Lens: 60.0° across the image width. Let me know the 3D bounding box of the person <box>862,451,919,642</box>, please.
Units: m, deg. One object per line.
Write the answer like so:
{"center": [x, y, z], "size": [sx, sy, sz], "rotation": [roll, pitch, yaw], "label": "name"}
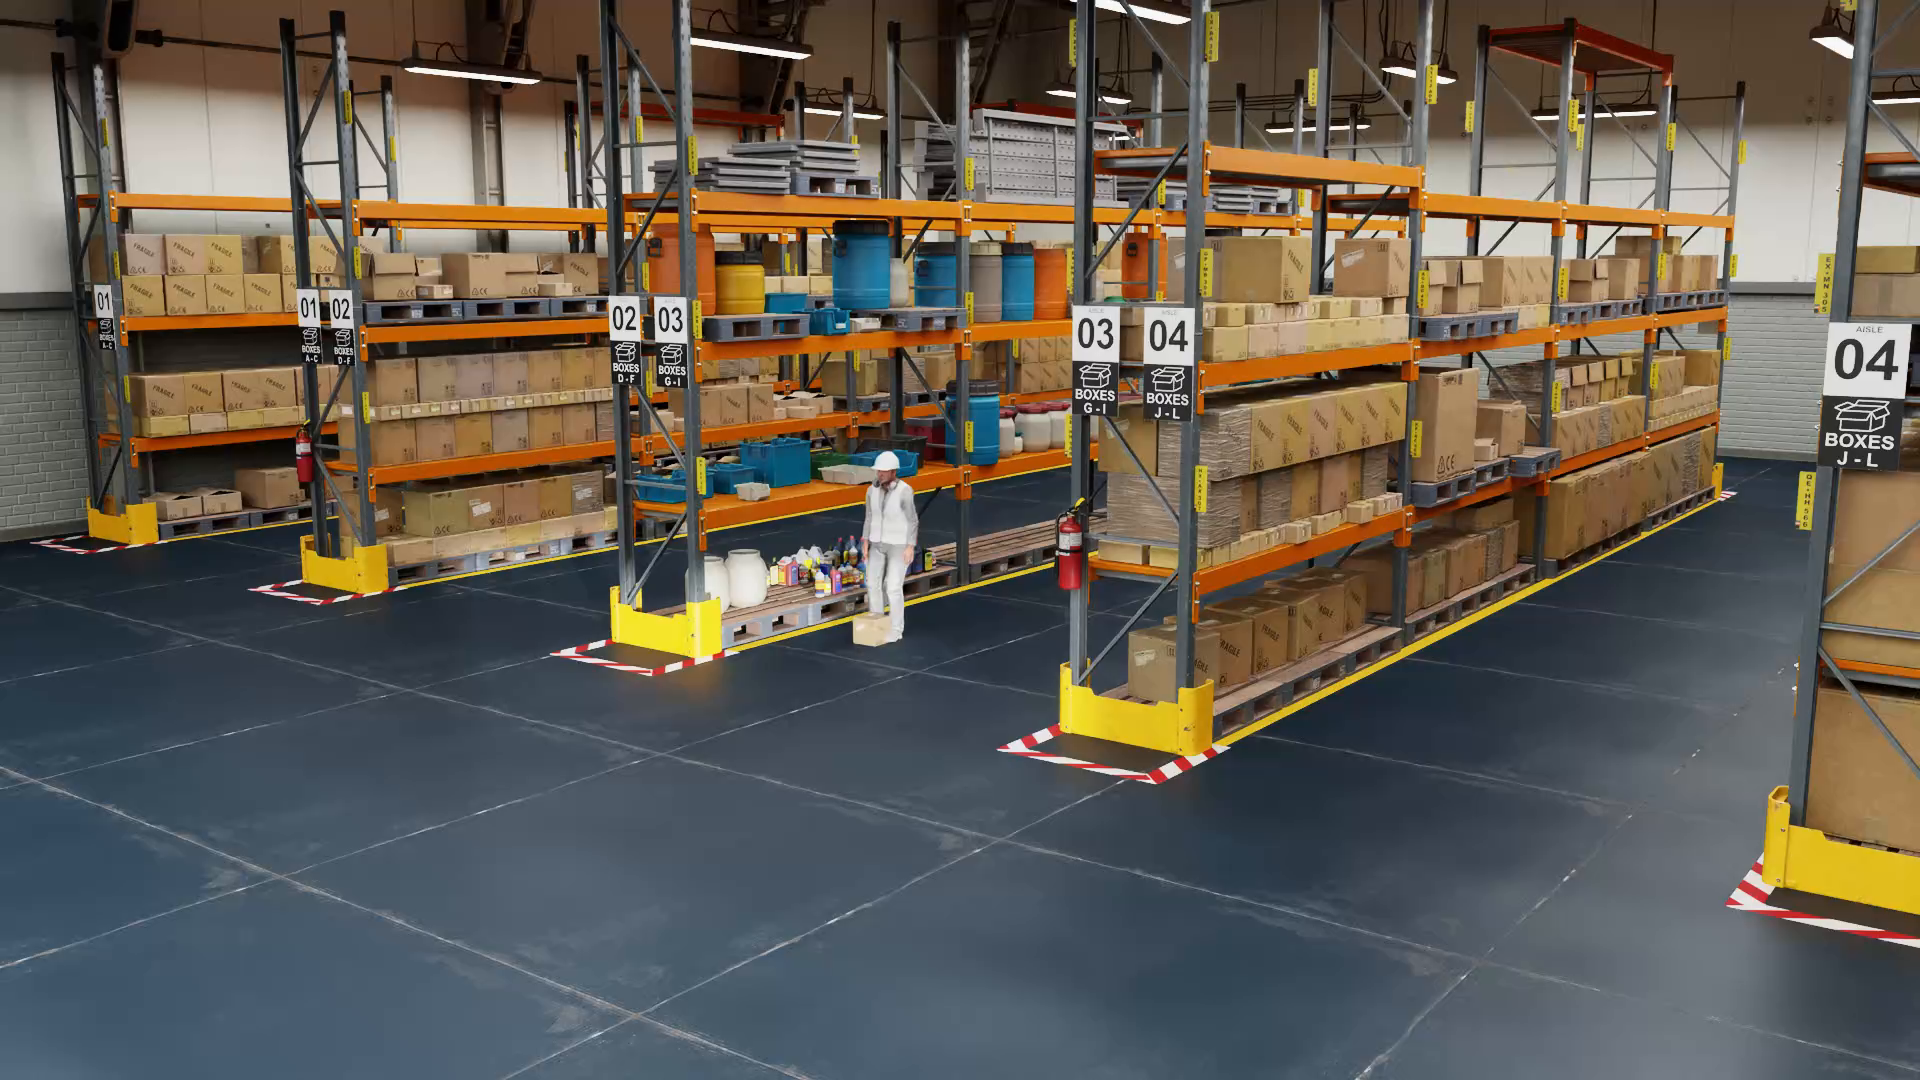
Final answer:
{"center": [-0.666, 0.047, 15.542], "size": [0.584, 1.770, 0.476], "rotation": [6, 12, 33], "label": "person"}
